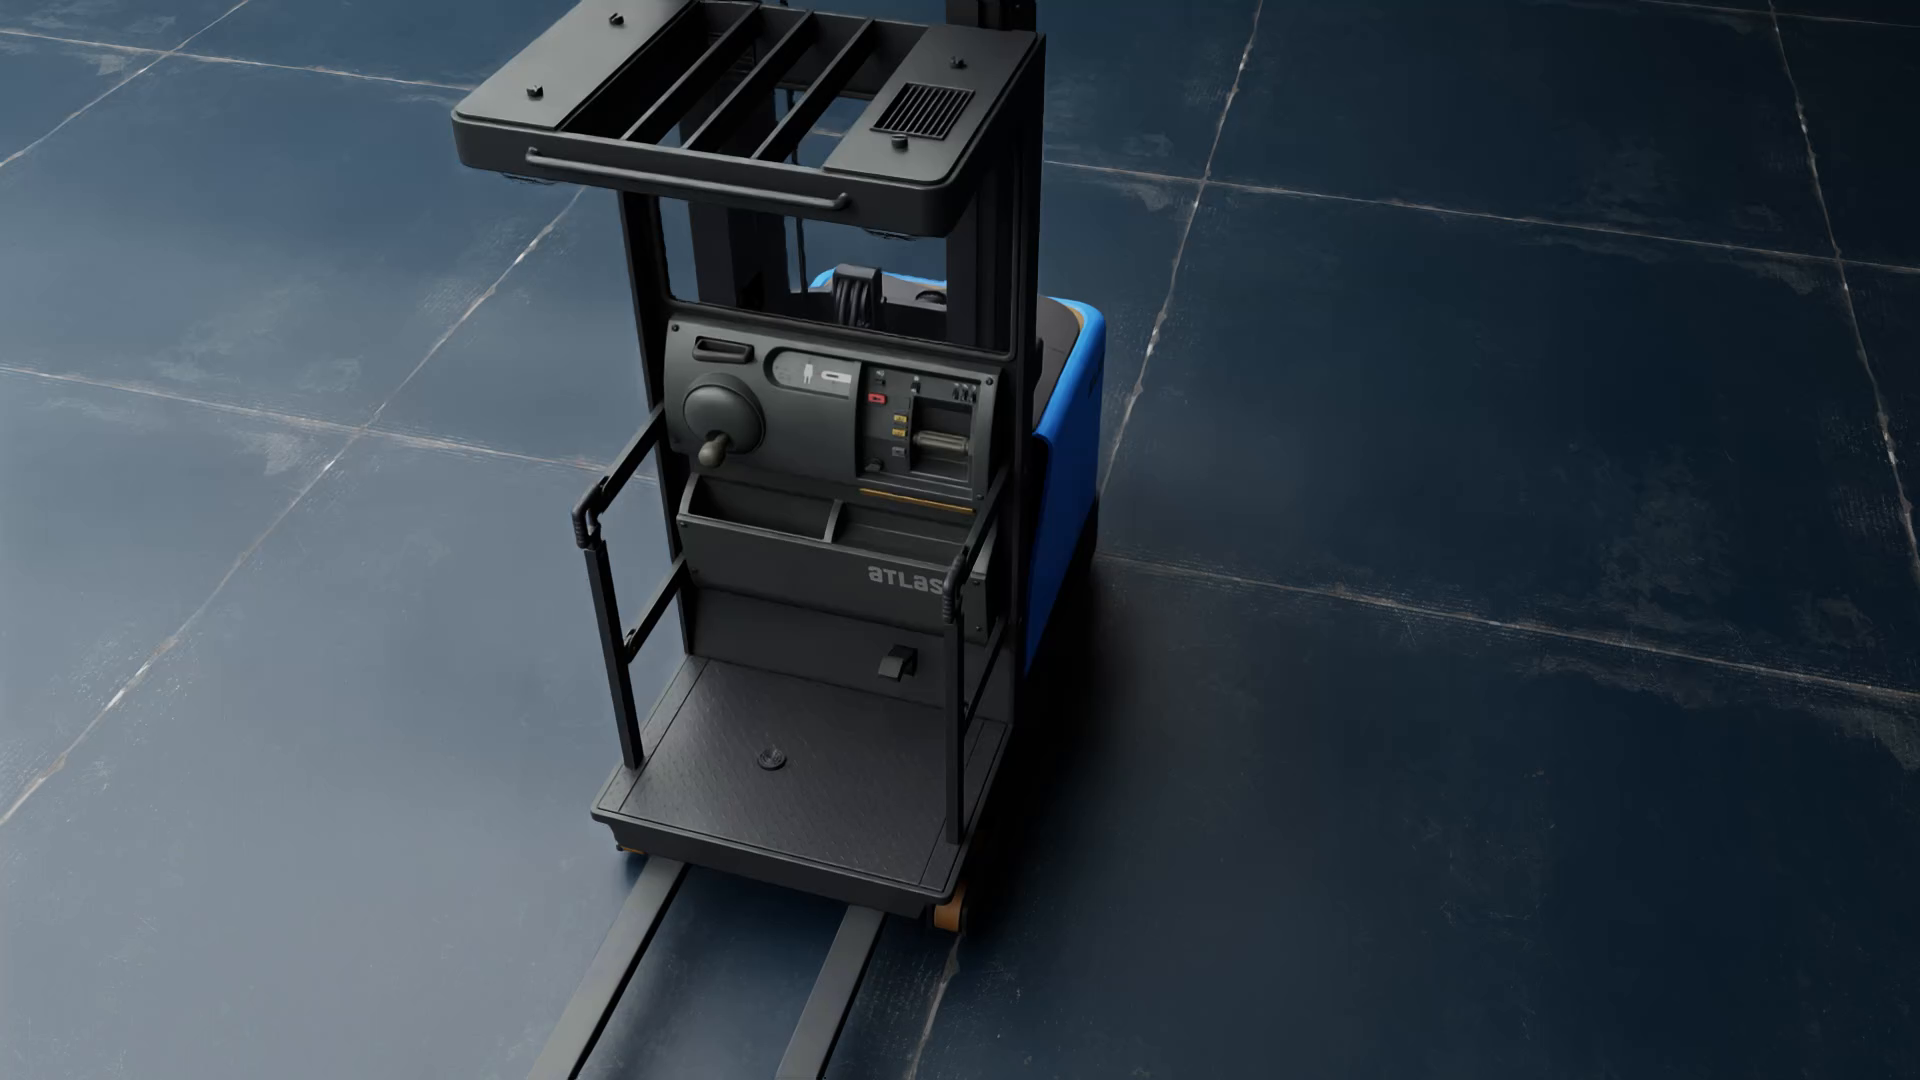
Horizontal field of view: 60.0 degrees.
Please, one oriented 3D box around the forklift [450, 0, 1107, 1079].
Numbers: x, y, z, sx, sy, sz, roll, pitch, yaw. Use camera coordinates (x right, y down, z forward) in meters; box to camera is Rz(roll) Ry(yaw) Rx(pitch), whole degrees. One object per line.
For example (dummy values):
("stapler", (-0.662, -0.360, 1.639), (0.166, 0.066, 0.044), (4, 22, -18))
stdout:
("forklift", (-0.412, -0.264, 4.285), (1.130, 2.935, 3.031), (11, 41, 13))
